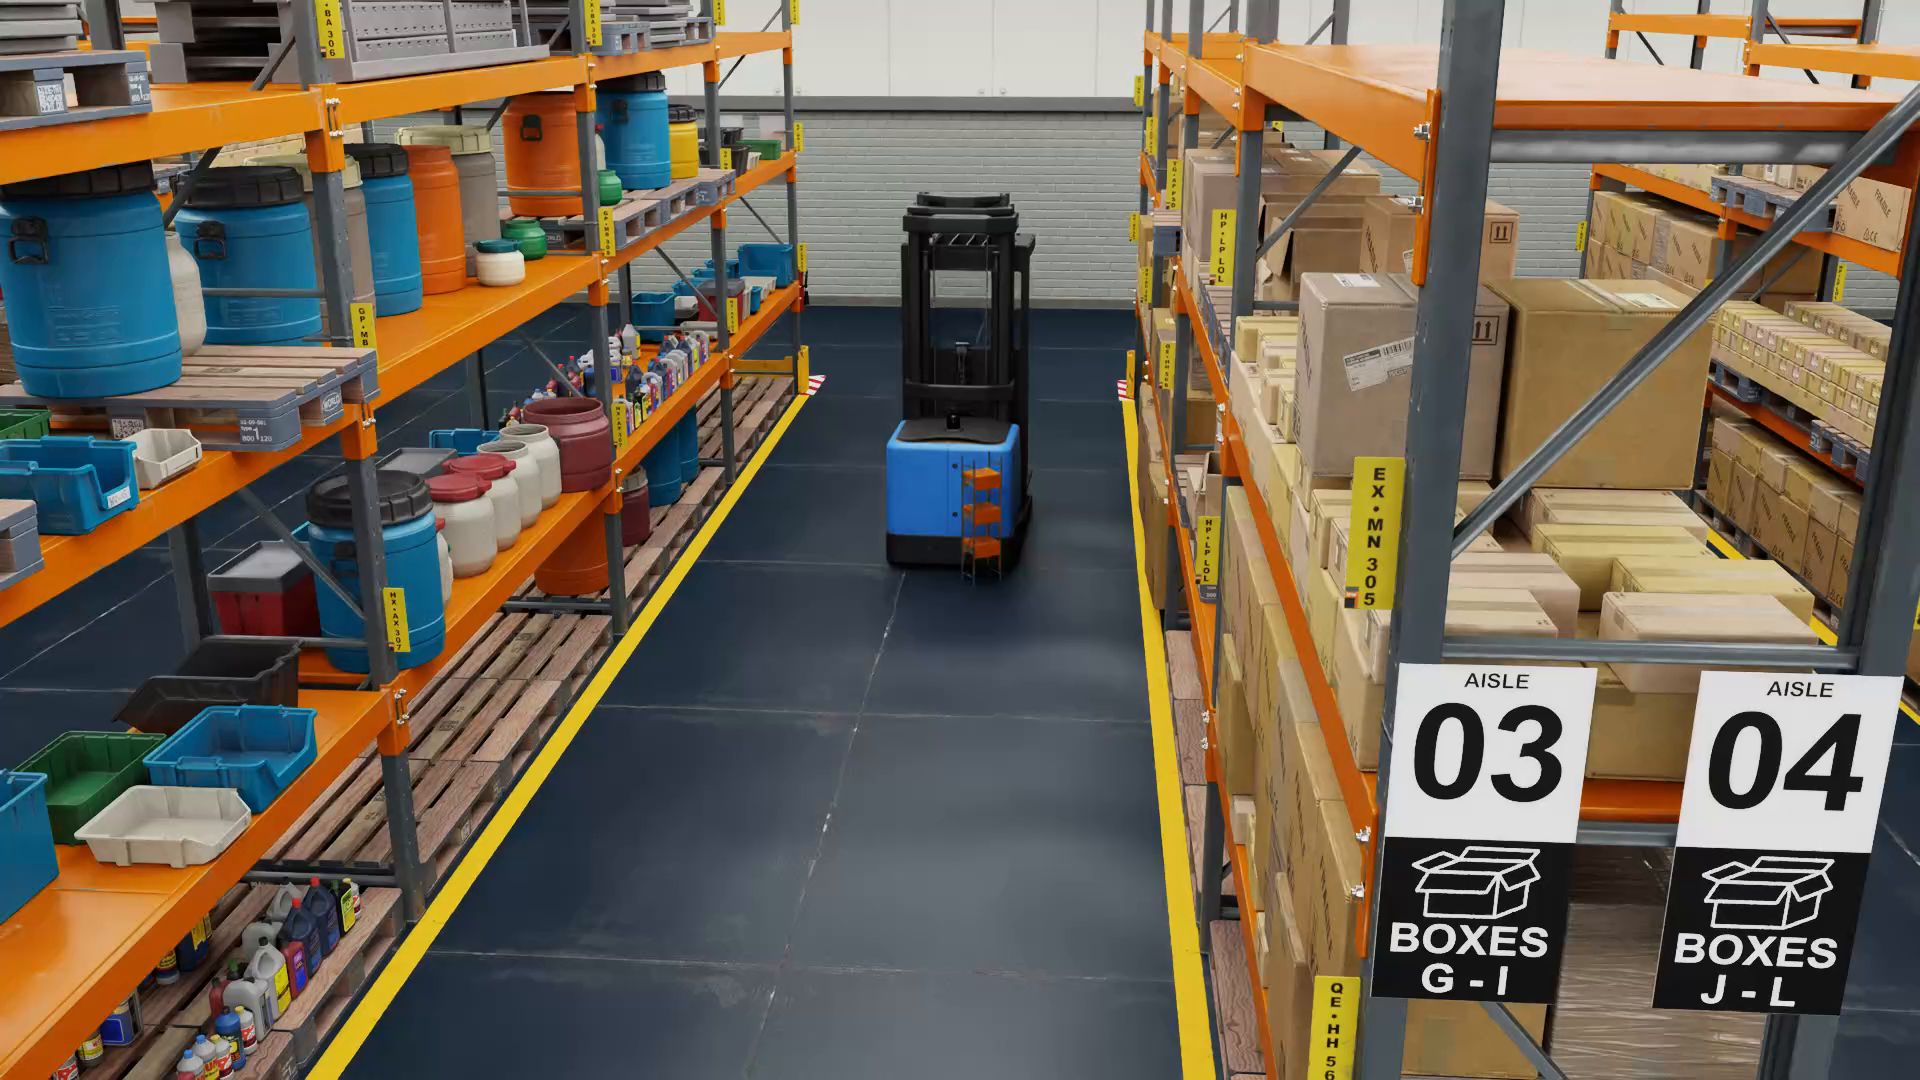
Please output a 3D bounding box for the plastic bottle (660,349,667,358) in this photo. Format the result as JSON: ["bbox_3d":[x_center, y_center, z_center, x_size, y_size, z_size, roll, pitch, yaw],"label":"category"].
[{"bbox_3d":[-2.575,-1.520,14.452,0.097,0.271,0.097,0,18,0],"label":"plastic bottle"}]

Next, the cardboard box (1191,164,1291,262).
[{"bbox_3d":[1.613,-1.888,9.586,0.500,0.500,0.500,1,18,2],"label":"cardboard box"}]

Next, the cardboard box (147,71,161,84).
[{"bbox_3d":[-7.625,-4.196,15.827,0.700,0.500,0.500,1,18,4],"label":"cardboard box"}]

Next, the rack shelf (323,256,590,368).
[{"bbox_3d":[-3.111,-1.297,9.589,0.919,0.124,3.809,1,18,4],"label":"rack shelf"}]

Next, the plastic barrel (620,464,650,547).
[{"bbox_3d":[-2.869,-0.299,13.715,0.600,0.588,0.708,1,18,4],"label":"plastic barrel"}]

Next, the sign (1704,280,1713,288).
[{"bbox_3d":[6.657,-2.153,14.785,0.100,0.325,0.005,1,18,4],"label":"sign"}]

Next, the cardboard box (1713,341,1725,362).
[{"bbox_3d":[6.698,-1.613,14.259,0.380,0.149,0.250,2,18,5],"label":"cardboard box"}]

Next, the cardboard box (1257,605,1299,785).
[{"bbox_3d":[1.304,0.547,5.692,0.500,0.500,0.500,1,18,4],"label":"cardboard box"}]

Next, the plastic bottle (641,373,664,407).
[{"bbox_3d":[-2.515,-1.241,13.592,0.152,0.276,0.135,1,18,4],"label":"plastic bottle"}]

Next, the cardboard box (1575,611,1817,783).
[{"bbox_3d":[1.691,0.355,3.945,0.500,0.250,0.500,2,18,6],"label":"cardboard box"}]

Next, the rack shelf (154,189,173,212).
[{"bbox_3d":[-7.765,-2.558,13.751,1.077,0.370,4.000,1,18,4],"label":"rack shelf"}]

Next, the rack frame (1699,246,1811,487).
[{"bbox_3d":[7.196,-1.732,14.890,0.949,2.616,0.053,1,18,4],"label":"rack frame"}]

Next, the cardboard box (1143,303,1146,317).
[{"bbox_3d":[2.100,-2.406,16.712,0.500,0.250,0.500,2,18,5],"label":"cardboard box"}]

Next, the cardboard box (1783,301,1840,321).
[{"bbox_3d":[7.365,-1.965,14.377,0.380,0.149,0.250,2,18,6],"label":"cardboard box"}]

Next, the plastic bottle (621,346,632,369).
[{"bbox_3d":[-2.995,-1.644,14.942,0.097,0.201,0.097,0,18,0],"label":"plastic bottle"}]

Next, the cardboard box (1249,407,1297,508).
[{"bbox_3d":[1.319,-0.291,5.916,0.500,0.250,0.500,1,18,2],"label":"cardboard box"}]

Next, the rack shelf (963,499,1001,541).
[{"bbox_3d":[0.170,-0.157,13.249,0.240,0.259,0.215,-10,21,-28],"label":"rack shelf"}]

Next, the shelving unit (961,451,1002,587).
[{"bbox_3d":[0.170,-0.167,13.246,0.252,1.050,0.215,-10,21,-28],"label":"shelving unit"}]

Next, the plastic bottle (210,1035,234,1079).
[{"bbox_3d":[-3.062,2.139,6.865,0.097,0.201,0.097,0,18,0],"label":"plastic bottle"}]

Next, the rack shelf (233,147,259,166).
[{"bbox_3d":[-10.142,-3.573,14.332,5.871,1.248,5.083,1,18,4],"label":"rack shelf"}]

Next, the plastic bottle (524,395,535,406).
[{"bbox_3d":[-3.307,-0.983,12.814,0.097,0.271,0.097,0,18,0],"label":"plastic bottle"}]

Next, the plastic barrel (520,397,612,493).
[{"bbox_3d":[-2.699,-0.656,11.388,0.600,0.536,0.708,1,18,4],"label":"plastic barrel"}]

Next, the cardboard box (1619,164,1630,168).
[{"bbox_3d":[7.157,-4.031,17.331,0.500,0.250,0.500,2,18,6],"label":"cardboard box"}]

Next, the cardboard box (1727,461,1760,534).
[{"bbox_3d":[6.845,-0.355,14.030,0.500,0.500,0.500,2,18,6],"label":"cardboard box"}]

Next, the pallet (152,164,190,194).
[{"bbox_3d":[-7.738,-3.231,14.951,1.213,0.211,1.003,1,18,4],"label":"pallet"}]

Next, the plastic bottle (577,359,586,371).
[{"bbox_3d":[-3.213,-1.393,14.063,0.097,0.271,0.097,0,18,0],"label":"plastic bottle"}]

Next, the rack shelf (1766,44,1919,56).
[{"bbox_3d":[7.056,-3.556,12.193,0.919,0.052,3.809,1,18,4],"label":"rack shelf"}]

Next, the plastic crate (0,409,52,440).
[{"bbox_3d":[-3.639,-0.340,6.167,0.336,0.188,0.450,1,18,4],"label":"plastic crate"}]

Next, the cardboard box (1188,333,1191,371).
[{"bbox_3d":[2.091,-1.585,12.670,0.797,0.503,0.637,2,18,5],"label":"cardboard box"}]

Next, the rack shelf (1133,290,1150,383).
[{"bbox_3d":[2.403,-2.153,17.331,1.077,0.370,4.000,1,18,4],"label":"rack shelf"}]

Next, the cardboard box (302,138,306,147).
[{"bbox_3d":[-7.178,-4.216,17.897,0.500,0.250,0.500,1,18,4],"label":"cardboard box"}]

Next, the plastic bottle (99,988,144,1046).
[{"bbox_3d":[-3.621,2.013,7.129,0.152,0.276,0.135,1,18,4],"label":"plastic bottle"}]

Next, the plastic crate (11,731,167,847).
[{"bbox_3d":[-3.633,1.016,6.844,0.450,0.188,0.662,1,18,4],"label":"plastic crate"}]

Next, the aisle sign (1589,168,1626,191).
[{"bbox_3d":[7.192,-4.239,18.366,0.394,0.787,0.004,1,18,4],"label":"aisle sign"}]

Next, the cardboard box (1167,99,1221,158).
[{"bbox_3d":[2.255,-3.838,15.506,0.700,0.500,0.500,0,18,1],"label":"cardboard box"}]

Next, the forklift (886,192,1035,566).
[{"bbox_3d":[0.074,-1.593,14.577,1.130,2.935,3.031,2,18,6],"label":"forklift"}]

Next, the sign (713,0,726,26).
[{"bbox_3d":[-2.132,-4.723,14.720,0.100,0.325,0.005,1,18,4],"label":"sign"}]

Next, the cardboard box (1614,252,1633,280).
[{"bbox_3d":[7.118,-2.711,17.240,0.500,0.500,0.500,2,18,5],"label":"cardboard box"}]

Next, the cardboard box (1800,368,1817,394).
[{"bbox_3d":[6.566,-1.194,12.501,0.380,0.149,0.250,1,18,4],"label":"cardboard box"}]

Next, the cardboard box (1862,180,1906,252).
[{"bbox_3d":[6.723,-2.301,11.649,0.500,0.500,0.500,1,18,4],"label":"cardboard box"}]

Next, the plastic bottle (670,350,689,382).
[{"bbox_3d":[-2.449,-1.526,14.461,0.152,0.276,0.135,1,18,4],"label":"plastic bottle"}]

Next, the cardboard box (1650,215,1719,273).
[{"bbox_3d":[7.046,-2.867,16.111,0.500,0.500,0.500,2,18,5],"label":"cardboard box"}]

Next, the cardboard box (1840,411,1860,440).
[{"bbox_3d":[6.509,-0.810,11.807,0.380,0.149,0.250,1,18,4],"label":"cardboard box"}]

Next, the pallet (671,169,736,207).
[{"bbox_3d":[-2.640,-3.074,14.474,1.213,0.211,1.003,1,18,4],"label":"pallet"}]

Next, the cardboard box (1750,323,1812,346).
[{"bbox_3d":[6.639,-1.659,13.443,0.380,0.149,0.250,1,18,3],"label":"cardboard box"}]

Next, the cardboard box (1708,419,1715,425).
[{"bbox_3d":[6.944,-1.056,15.776,0.380,0.149,0.250,2,18,5],"label":"cardboard box"}]

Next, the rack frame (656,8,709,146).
[{"bbox_3d":[-2.678,-4.835,14.727,0.949,2.616,0.053,1,18,4],"label":"rack frame"}]

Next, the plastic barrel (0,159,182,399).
[{"bbox_3d":[-3.433,-1.056,6.532,0.600,0.901,0.708,1,18,4],"label":"plastic barrel"}]

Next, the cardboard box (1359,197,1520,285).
[{"bbox_3d":[1.908,-1.095,6.690,0.500,0.500,0.500,1,18,2],"label":"cardboard box"}]

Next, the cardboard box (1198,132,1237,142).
[{"bbox_3d":[1.919,-2.765,12.392,0.500,0.500,0.500,2,18,7],"label":"cardboard box"}]

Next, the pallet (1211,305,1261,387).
[{"bbox_3d":[1.836,-0.915,7.881,1.213,0.211,1.003,1,18,4],"label":"pallet"}]

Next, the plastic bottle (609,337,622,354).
[{"bbox_3d":[-3.120,-1.676,14.921,0.152,0.276,0.135,1,18,4],"label":"plastic bottle"}]

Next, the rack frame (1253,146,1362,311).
[{"bbox_3d":[1.689,-2.240,6.807,0.949,2.616,0.053,1,18,4],"label":"rack frame"}]

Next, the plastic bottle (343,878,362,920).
[{"bbox_3d":[-2.970,1.741,8.081,0.097,0.201,0.097,0,18,0],"label":"plastic bottle"}]

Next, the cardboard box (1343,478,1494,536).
[{"bbox_3d":[1.290,-0.102,4.699,0.380,0.149,0.250,2,18,5],"label":"cardboard box"}]

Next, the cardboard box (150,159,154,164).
[{"bbox_3d":[-7.731,-3.661,14.966,0.600,0.600,0.600,0,18,-1],"label":"cardboard box"}]

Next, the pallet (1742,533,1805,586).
[{"bbox_3d":[7.060,0.215,13.427,1.003,0.211,1.213,1,18,4],"label":"pallet"}]

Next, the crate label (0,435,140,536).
[{"bbox_3d":[-3.077,-0.186,5.595,0.502,0.251,0.408,1,18,4],"label":"crate label"}]
